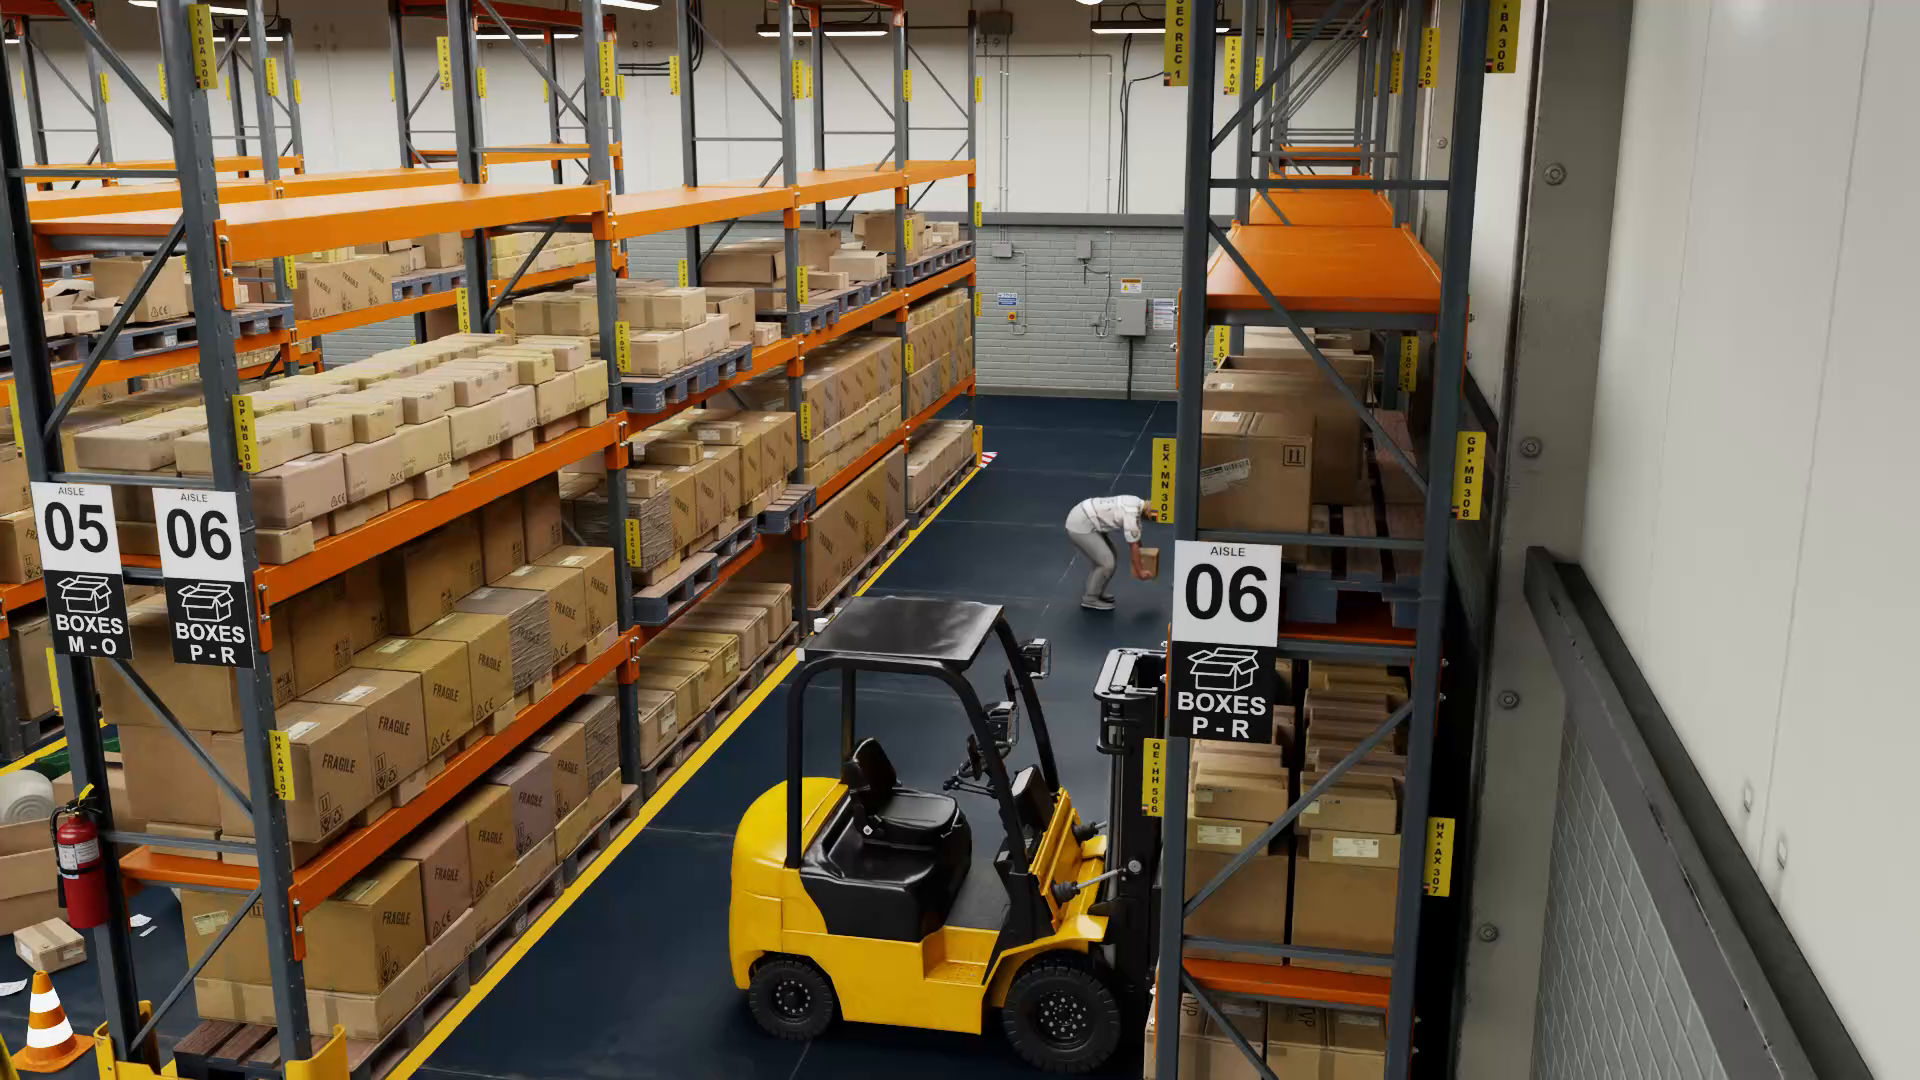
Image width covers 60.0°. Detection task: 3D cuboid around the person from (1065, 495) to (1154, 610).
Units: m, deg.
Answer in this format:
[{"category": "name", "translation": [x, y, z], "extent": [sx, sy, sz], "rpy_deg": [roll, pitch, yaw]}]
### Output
[{"category": "person", "translation": [1.547, 0.085, 16.334], "extent": [1.029, 1.171, 0.516], "rpy_deg": [2, 15, 9]}]
